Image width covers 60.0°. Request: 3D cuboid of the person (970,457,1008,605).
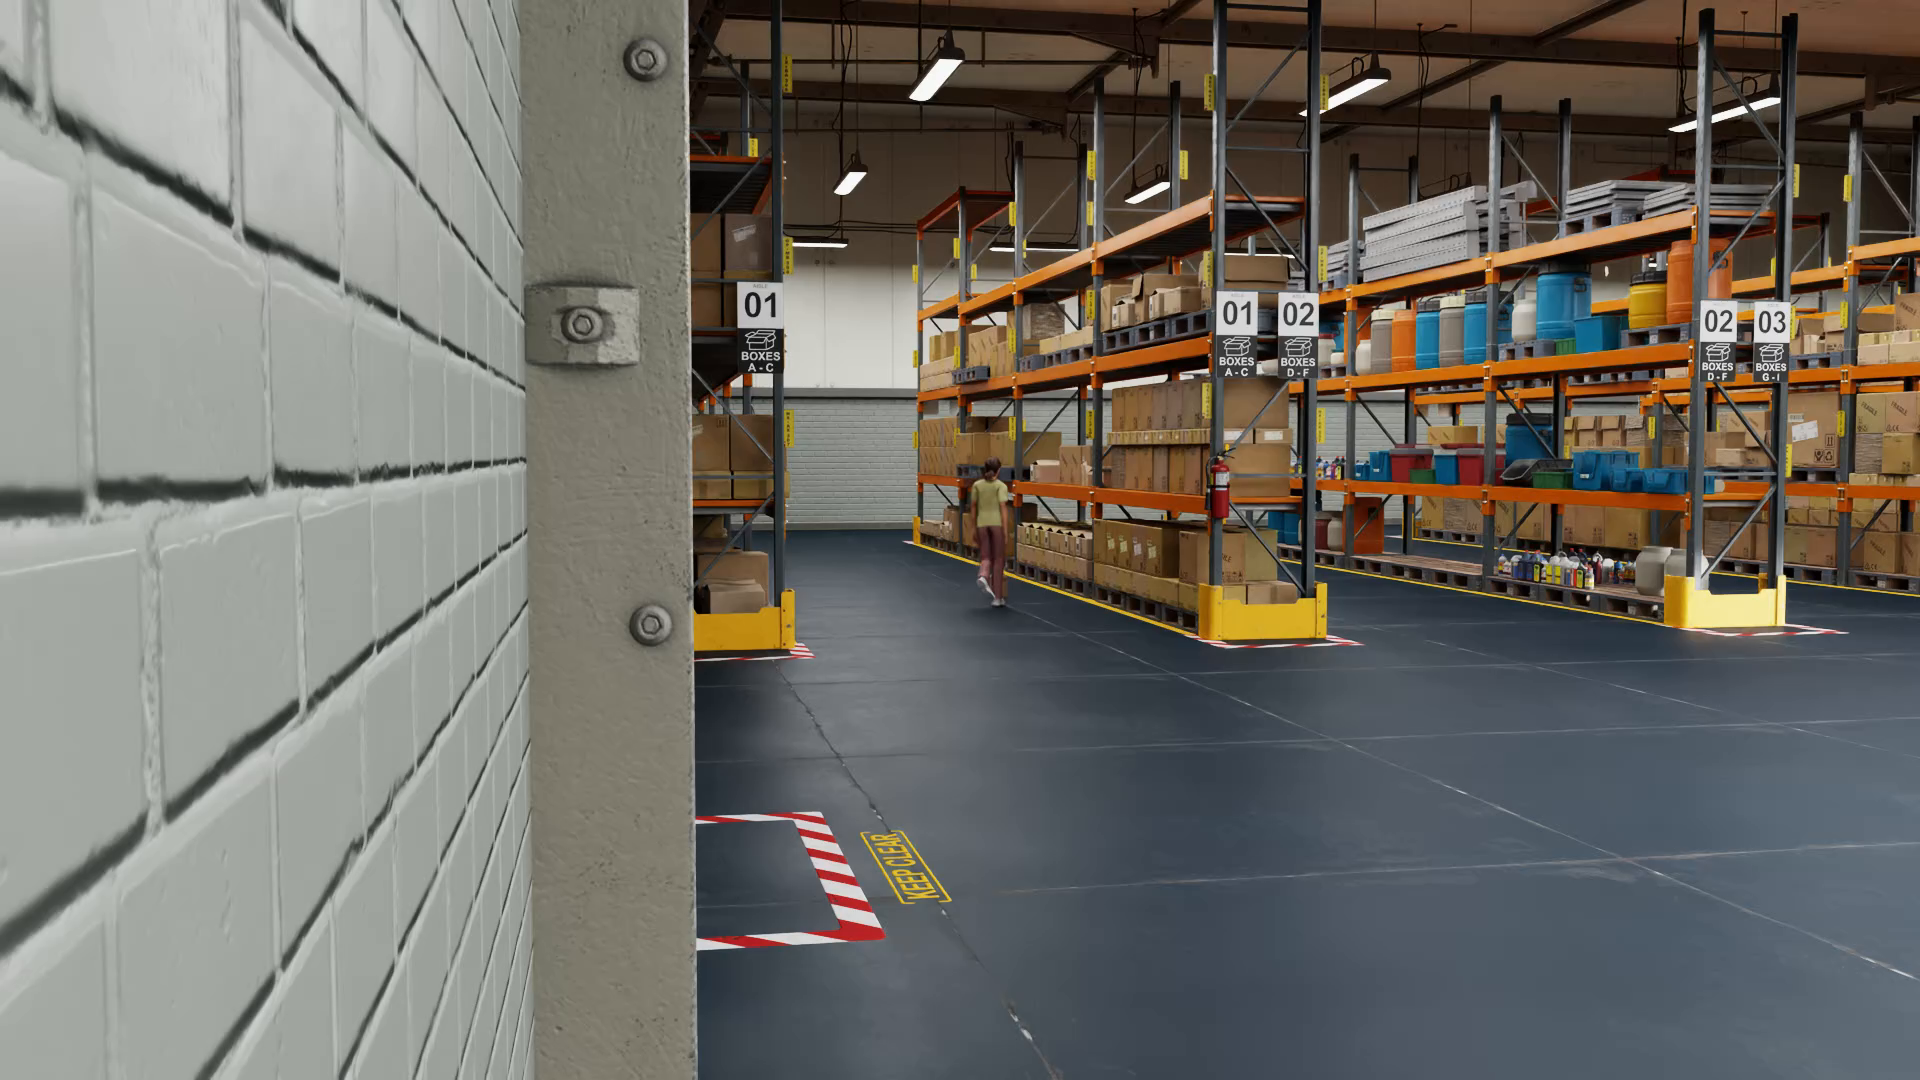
[{"bbox_3d":[0.295,-0.096,18.439,0.476,1.655,0.613,2,3,26],"label":"person"}]
